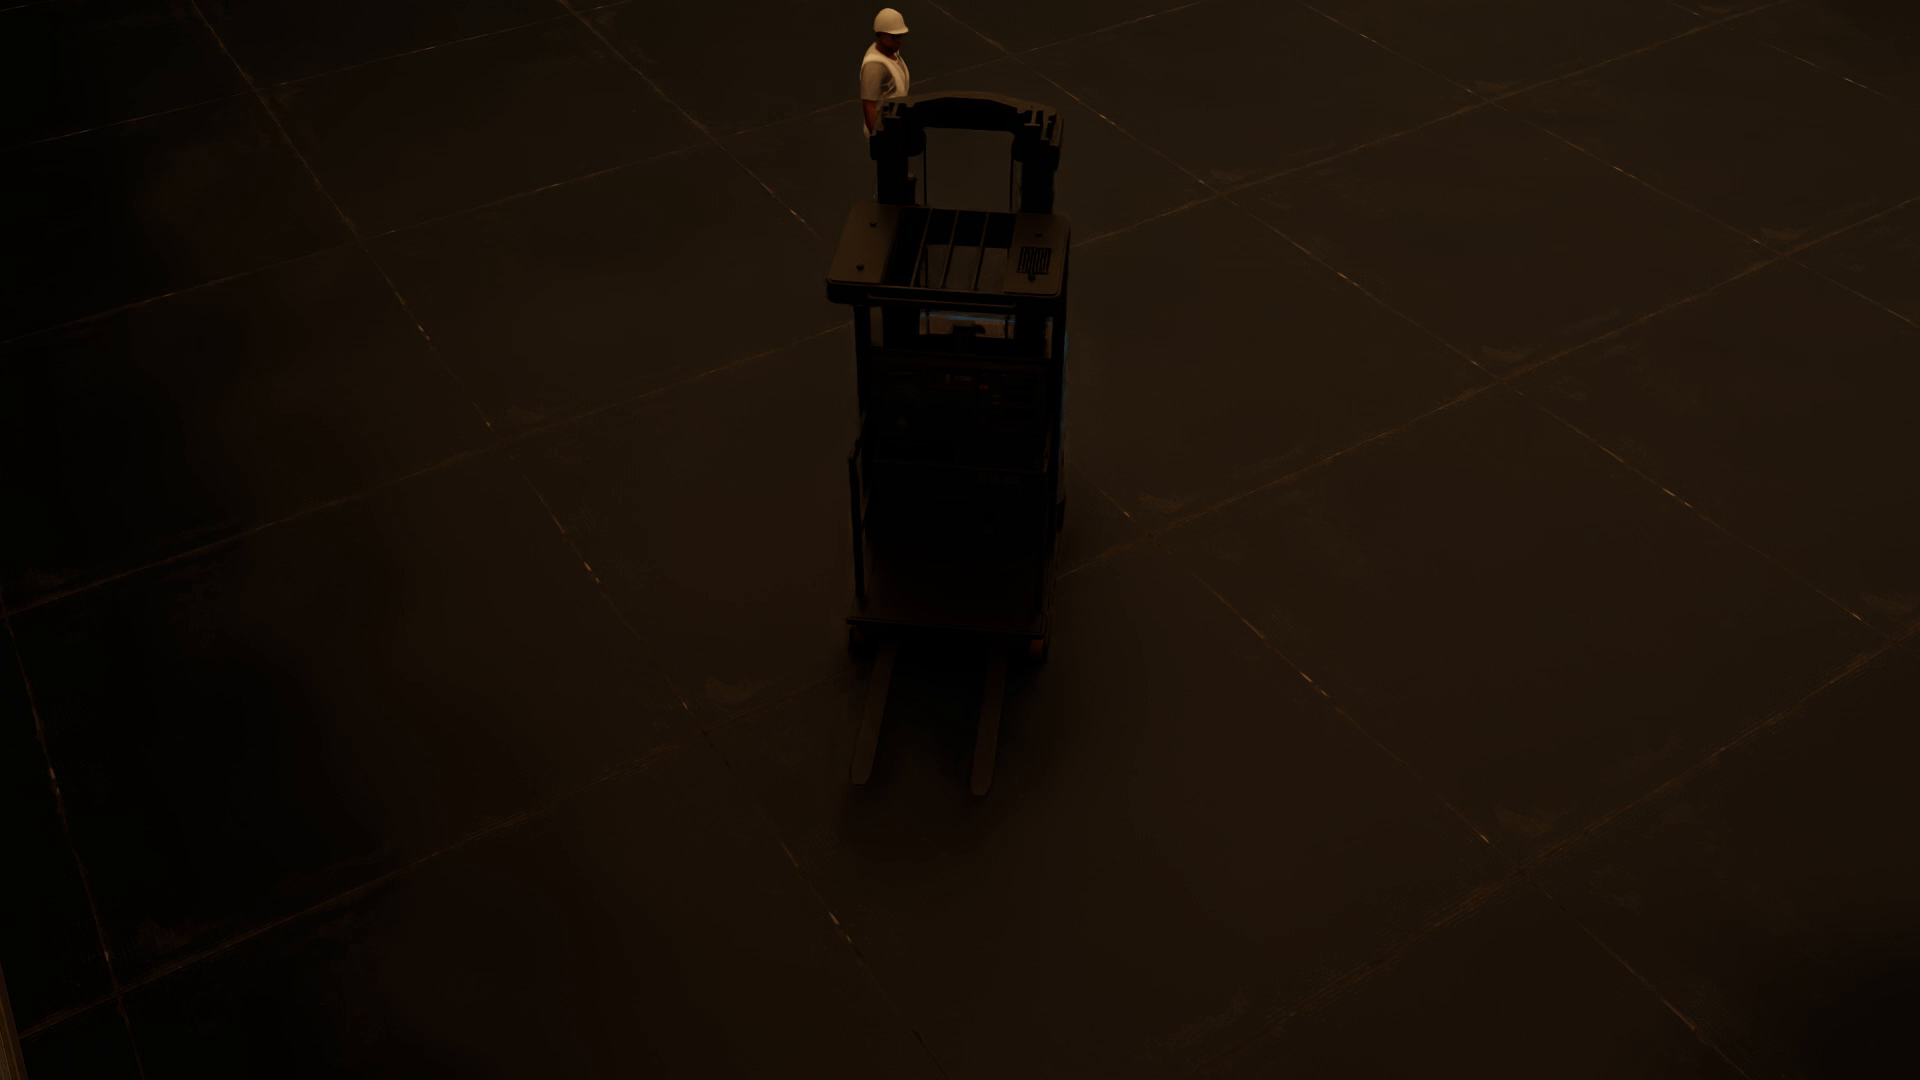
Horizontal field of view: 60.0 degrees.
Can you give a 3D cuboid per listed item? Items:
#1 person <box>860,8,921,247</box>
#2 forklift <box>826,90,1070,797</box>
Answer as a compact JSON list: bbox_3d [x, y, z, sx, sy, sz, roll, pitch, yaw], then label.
[{"bbox_3d":[-0.480,-3.013,12.196,0.457,1.781,0.733,1,41,1],"label":"person"},{"bbox_3d":[-0.031,-0.671,8.639,1.130,2.935,3.031,4,41,5],"label":"forklift"}]
